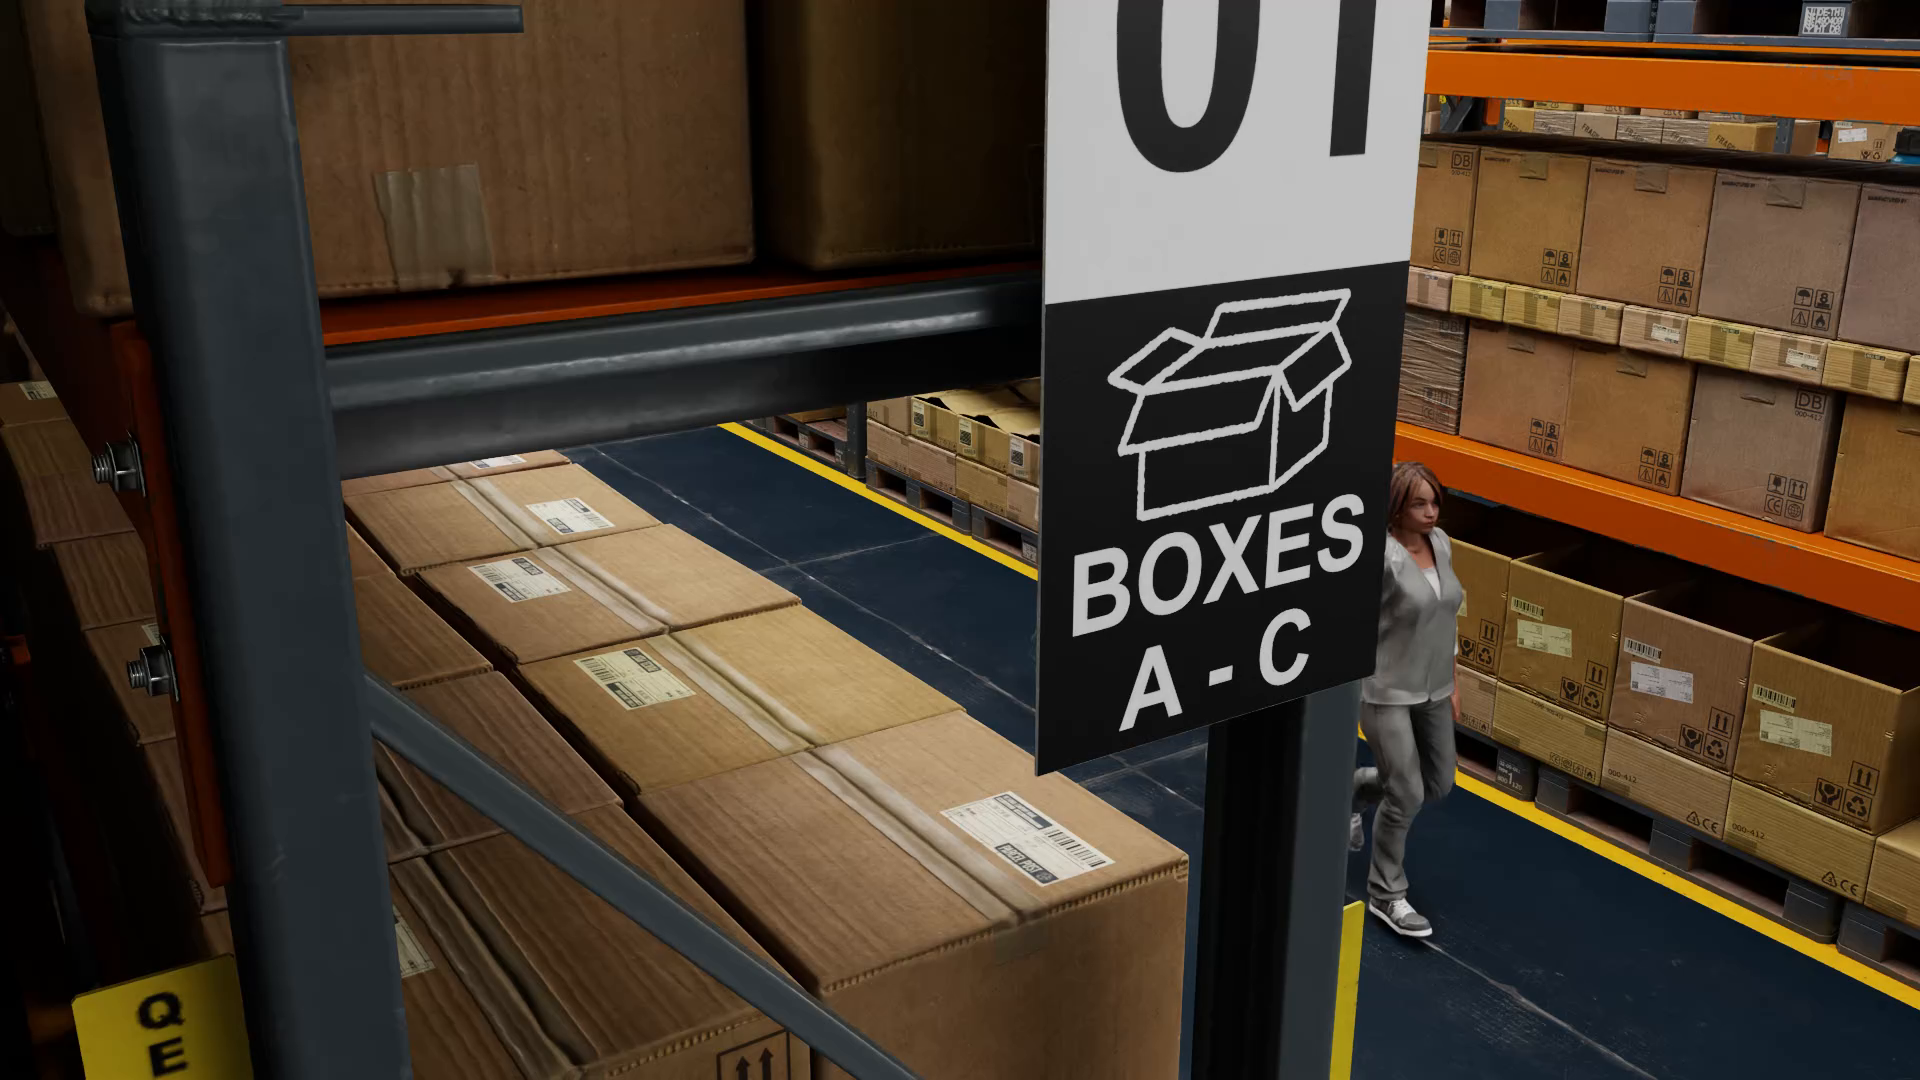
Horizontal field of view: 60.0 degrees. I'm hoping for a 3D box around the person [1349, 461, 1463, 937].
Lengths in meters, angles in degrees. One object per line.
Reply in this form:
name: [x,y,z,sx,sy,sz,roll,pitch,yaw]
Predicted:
person: [1.428,0.490,5.525,0.419,1.581,0.624,-12,22,-31]
